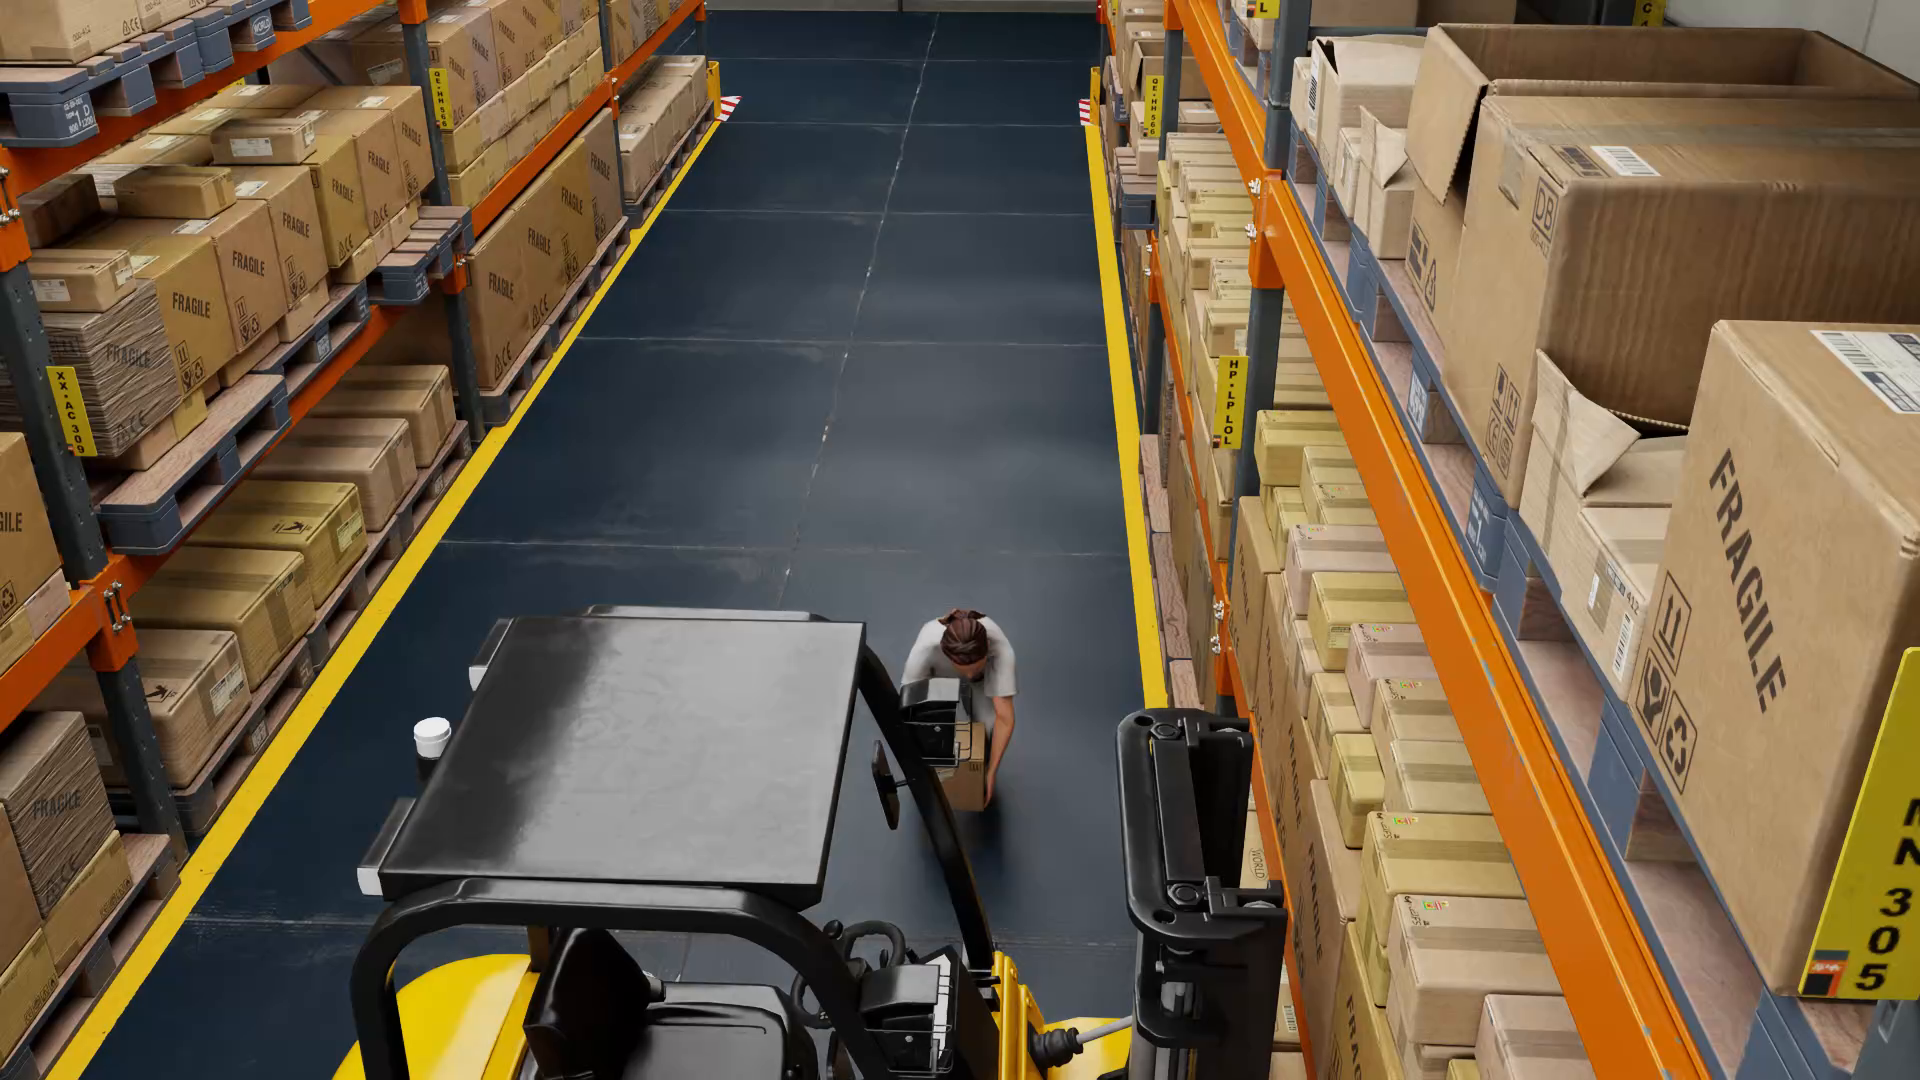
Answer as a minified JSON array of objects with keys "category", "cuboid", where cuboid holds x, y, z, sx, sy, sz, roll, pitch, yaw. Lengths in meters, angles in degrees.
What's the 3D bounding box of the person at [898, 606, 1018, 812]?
[{"category":"person","cuboid":[-0.010,0.616,6.765,0.492,0.933,0.798,1,28,2]}]
